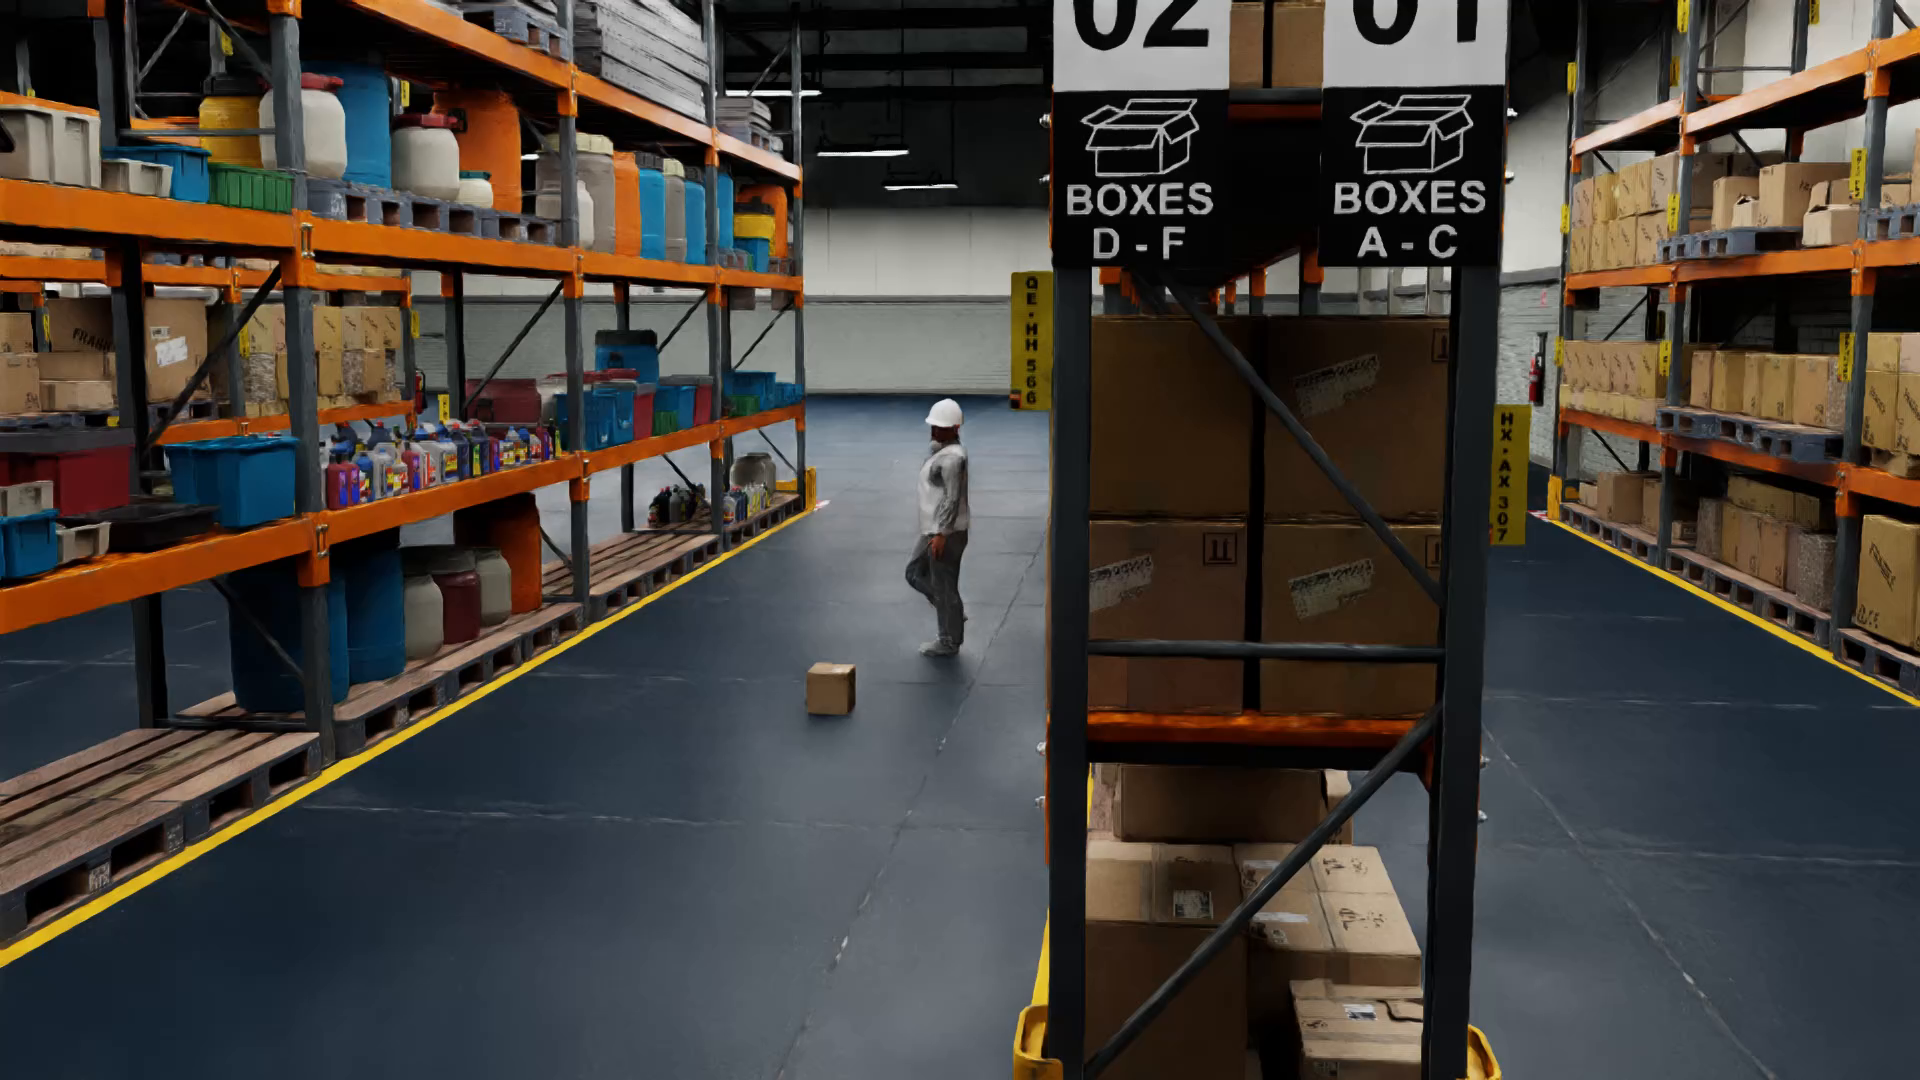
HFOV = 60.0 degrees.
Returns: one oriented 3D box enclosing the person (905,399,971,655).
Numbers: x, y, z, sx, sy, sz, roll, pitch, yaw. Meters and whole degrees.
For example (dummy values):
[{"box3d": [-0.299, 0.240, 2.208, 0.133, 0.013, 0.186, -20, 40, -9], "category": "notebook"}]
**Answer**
[{"box3d": [-0.153, -0.078, 11.235, 0.456, 1.765, 0.729, 0, 8, 0], "category": "person"}]
